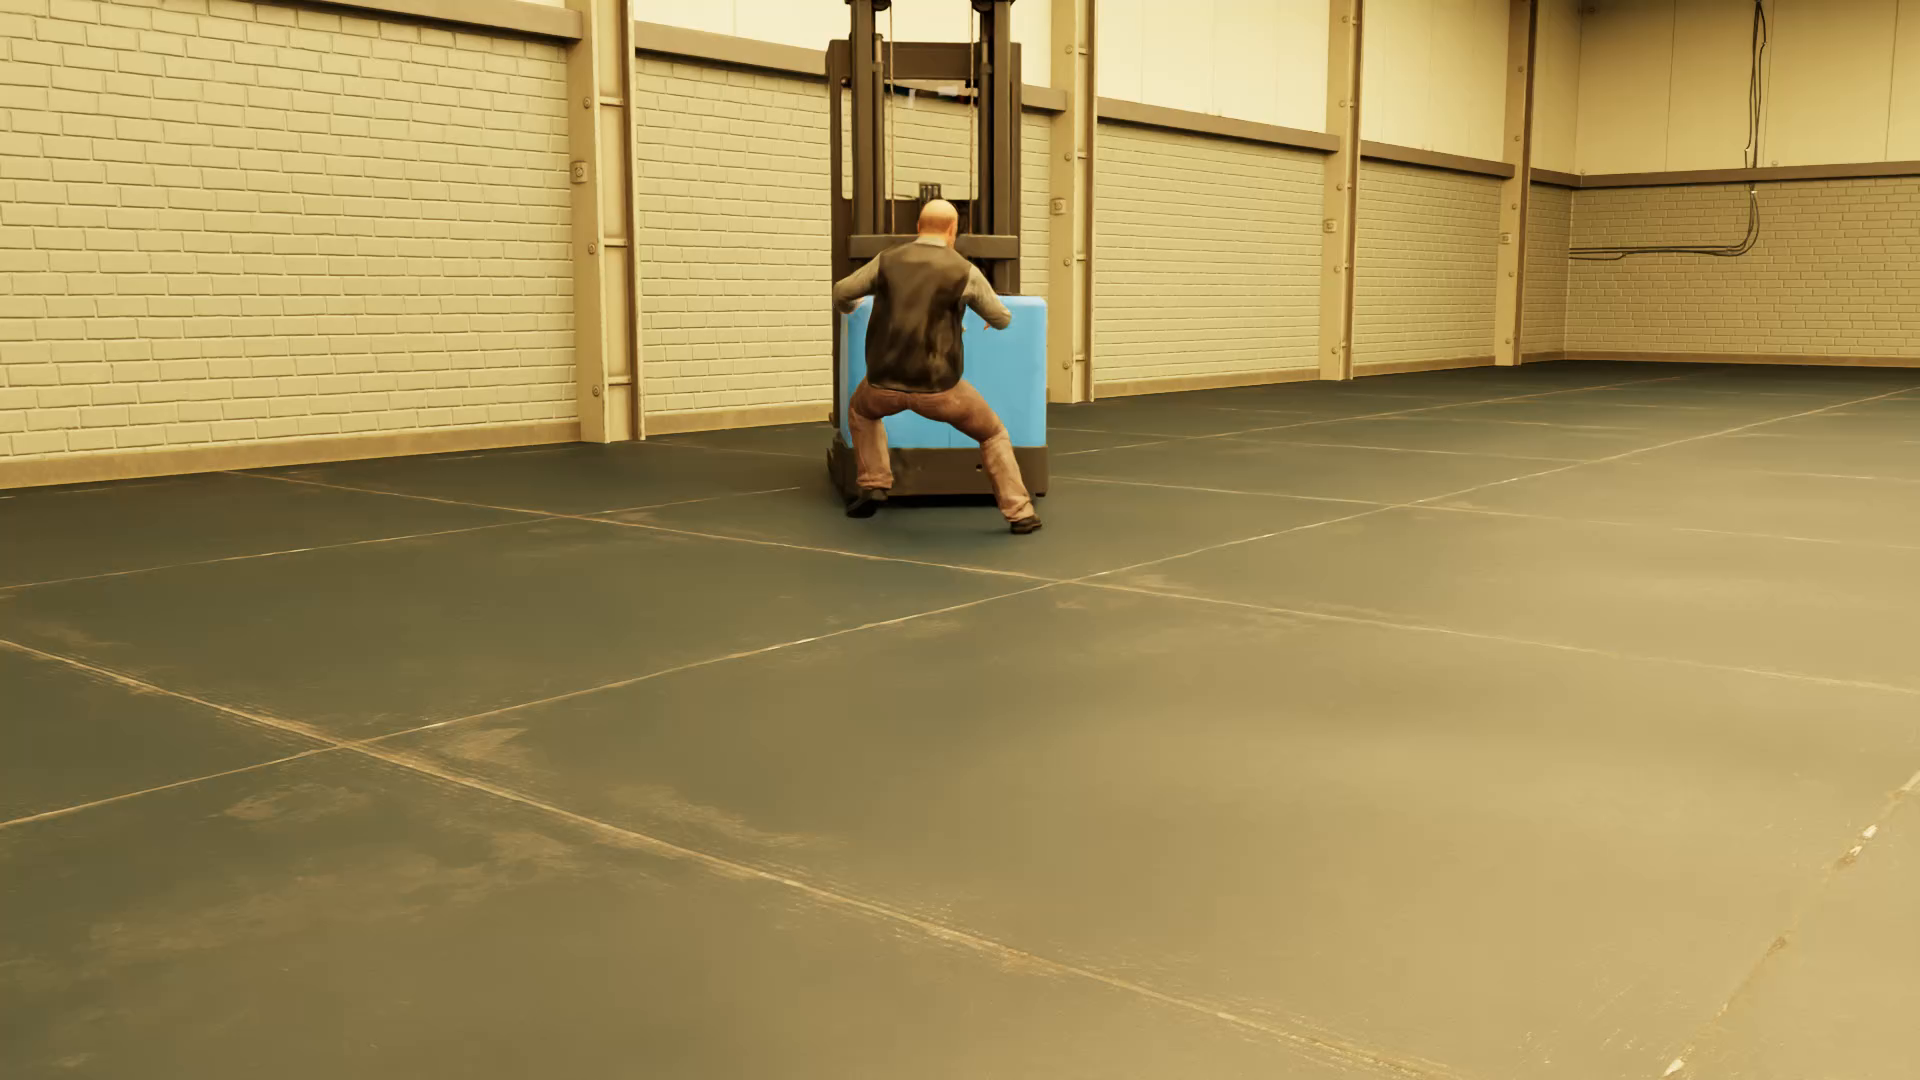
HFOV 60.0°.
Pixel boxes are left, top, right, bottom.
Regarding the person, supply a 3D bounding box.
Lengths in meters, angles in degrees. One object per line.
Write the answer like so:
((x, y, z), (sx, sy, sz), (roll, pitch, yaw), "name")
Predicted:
((-0.133, -0.793, 7.651), (0.988, 1.503, 0.771), (2, 9, 15), "person")

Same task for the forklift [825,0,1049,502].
((-0.224, -1.829, 9.778), (1.130, 2.935, 3.031), (-1, 8, -6), "forklift")
